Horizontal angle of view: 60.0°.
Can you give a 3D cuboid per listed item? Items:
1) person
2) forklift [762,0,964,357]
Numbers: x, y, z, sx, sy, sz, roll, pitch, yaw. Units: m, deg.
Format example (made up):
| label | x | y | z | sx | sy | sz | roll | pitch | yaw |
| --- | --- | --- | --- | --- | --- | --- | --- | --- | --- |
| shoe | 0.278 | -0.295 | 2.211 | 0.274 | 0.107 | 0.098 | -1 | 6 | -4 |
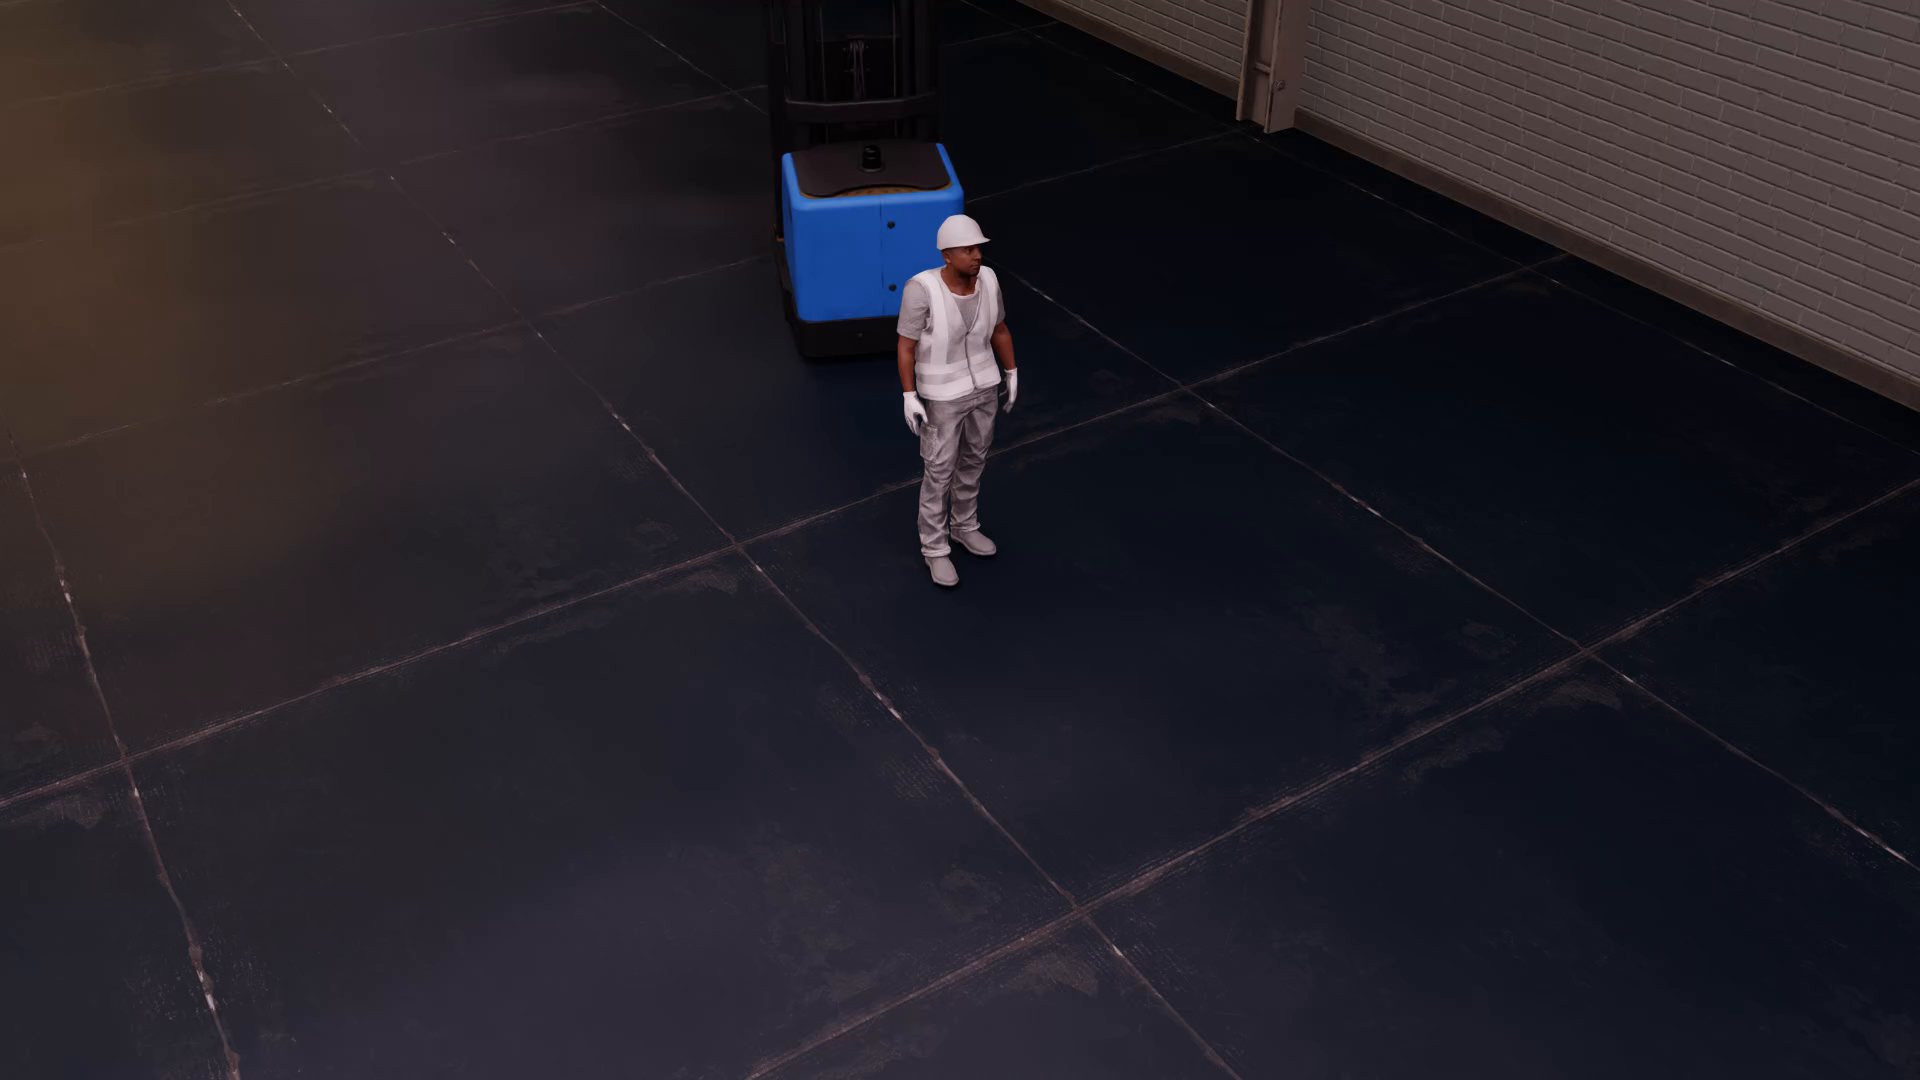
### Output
| label | x | y | z | sx | sy | sz | roll | pitch | yaw |
| --- | --- | --- | --- | --- | --- | --- | --- | --- | --- |
| person | 0.032 | -0.698 | 8.127 | 0.657 | 1.785 | 0.575 | -21 | 40 | -27 |
| forklift | -0.717 | -3.155 | 10.638 | 1.130 | 2.935 | 3.031 | -6 | 35 | -8 |
